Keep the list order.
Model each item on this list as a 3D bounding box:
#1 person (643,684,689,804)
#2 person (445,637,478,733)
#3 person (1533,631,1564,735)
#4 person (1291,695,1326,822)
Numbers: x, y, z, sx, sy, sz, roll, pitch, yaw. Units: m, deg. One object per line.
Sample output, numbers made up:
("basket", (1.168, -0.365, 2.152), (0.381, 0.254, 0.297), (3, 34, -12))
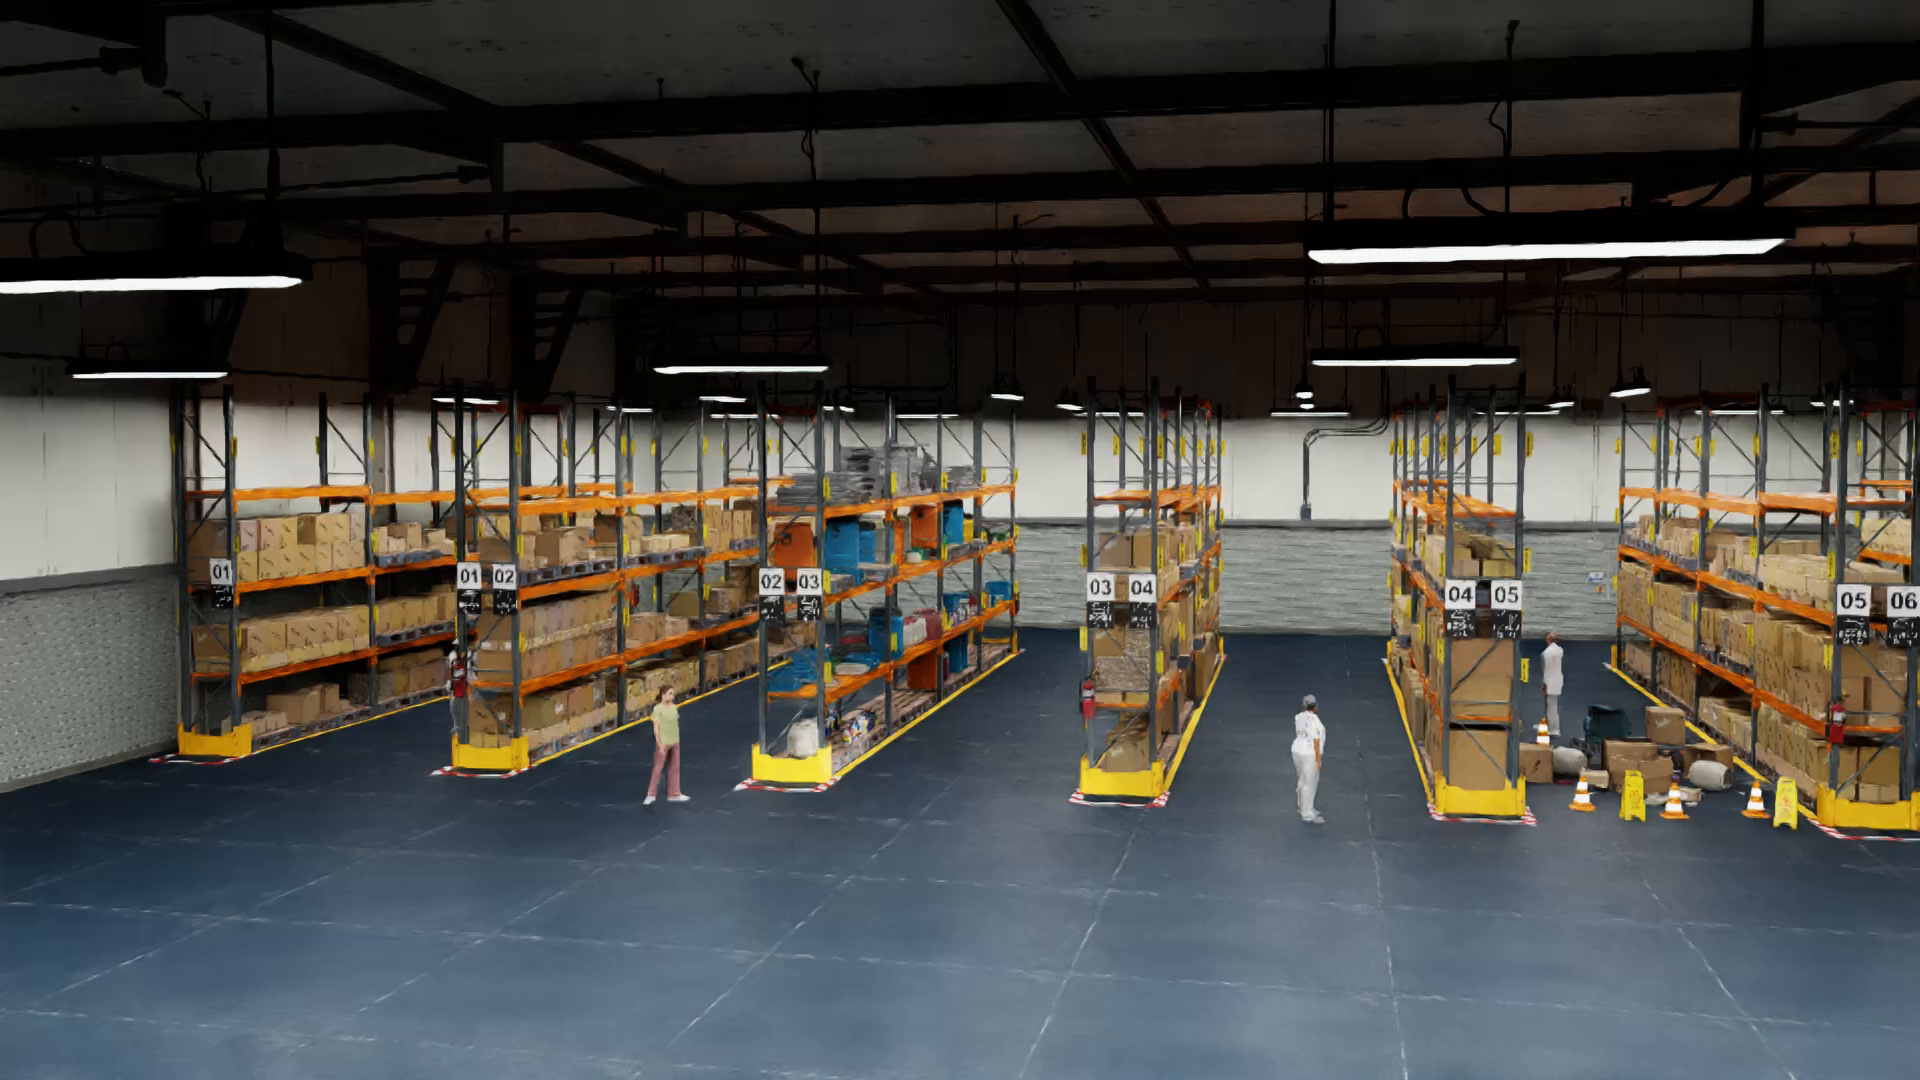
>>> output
("person", (-4.170, 2.855, 23.341), (0.415, 1.672, 0.633), (2, 4, 37))
("person", (-8.641, 2.525, 28.899), (0.686, 1.735, 0.549), (1, 3, 10))
("person", (10.255, 2.475, 28.983), (0.550, 1.782, 0.631), (3, 4, 42))
("person", (4.703, 2.913, 22.335), (0.449, 1.666, 0.533), (-1, 3, -18))
